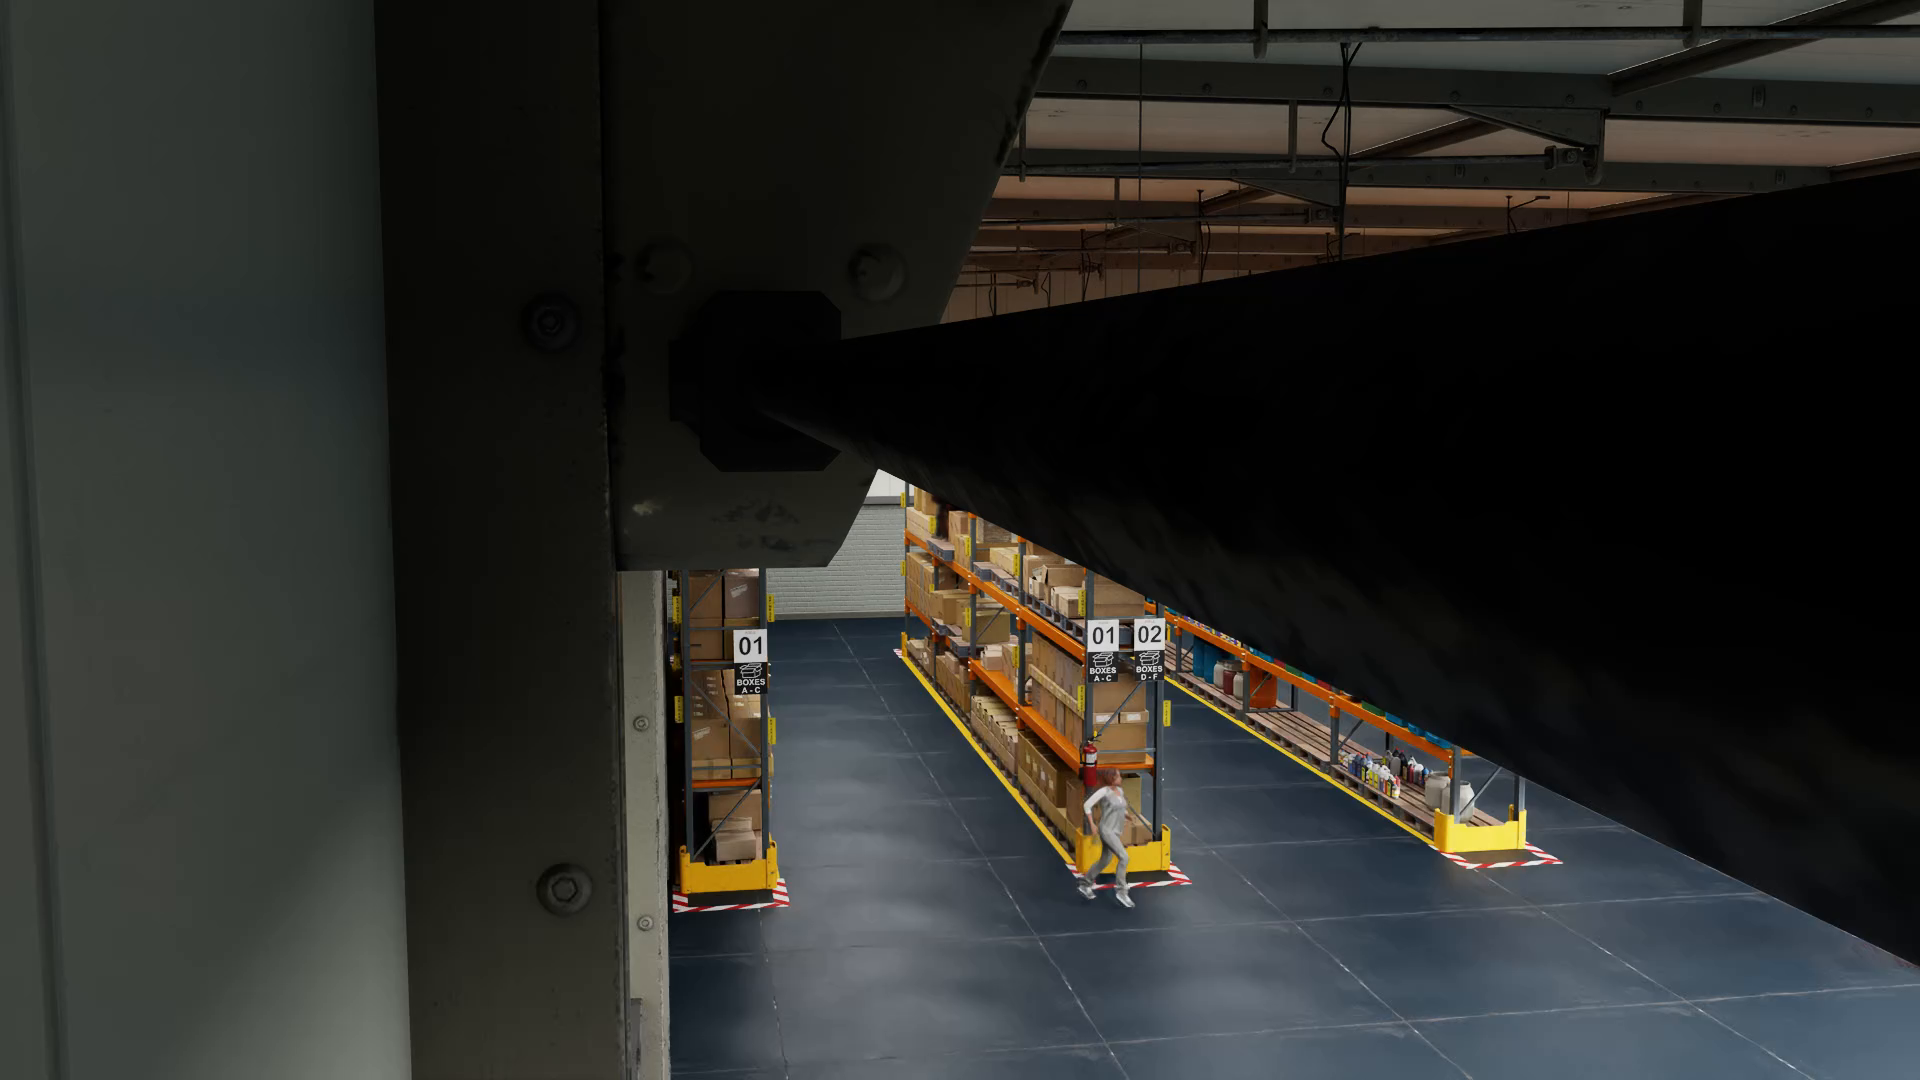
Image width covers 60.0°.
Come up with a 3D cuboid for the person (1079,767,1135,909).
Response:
[{"bbox_3d":[1.804,3.493,19.717,0.749,1.584,0.537,3,7,29],"label":"person"}]
